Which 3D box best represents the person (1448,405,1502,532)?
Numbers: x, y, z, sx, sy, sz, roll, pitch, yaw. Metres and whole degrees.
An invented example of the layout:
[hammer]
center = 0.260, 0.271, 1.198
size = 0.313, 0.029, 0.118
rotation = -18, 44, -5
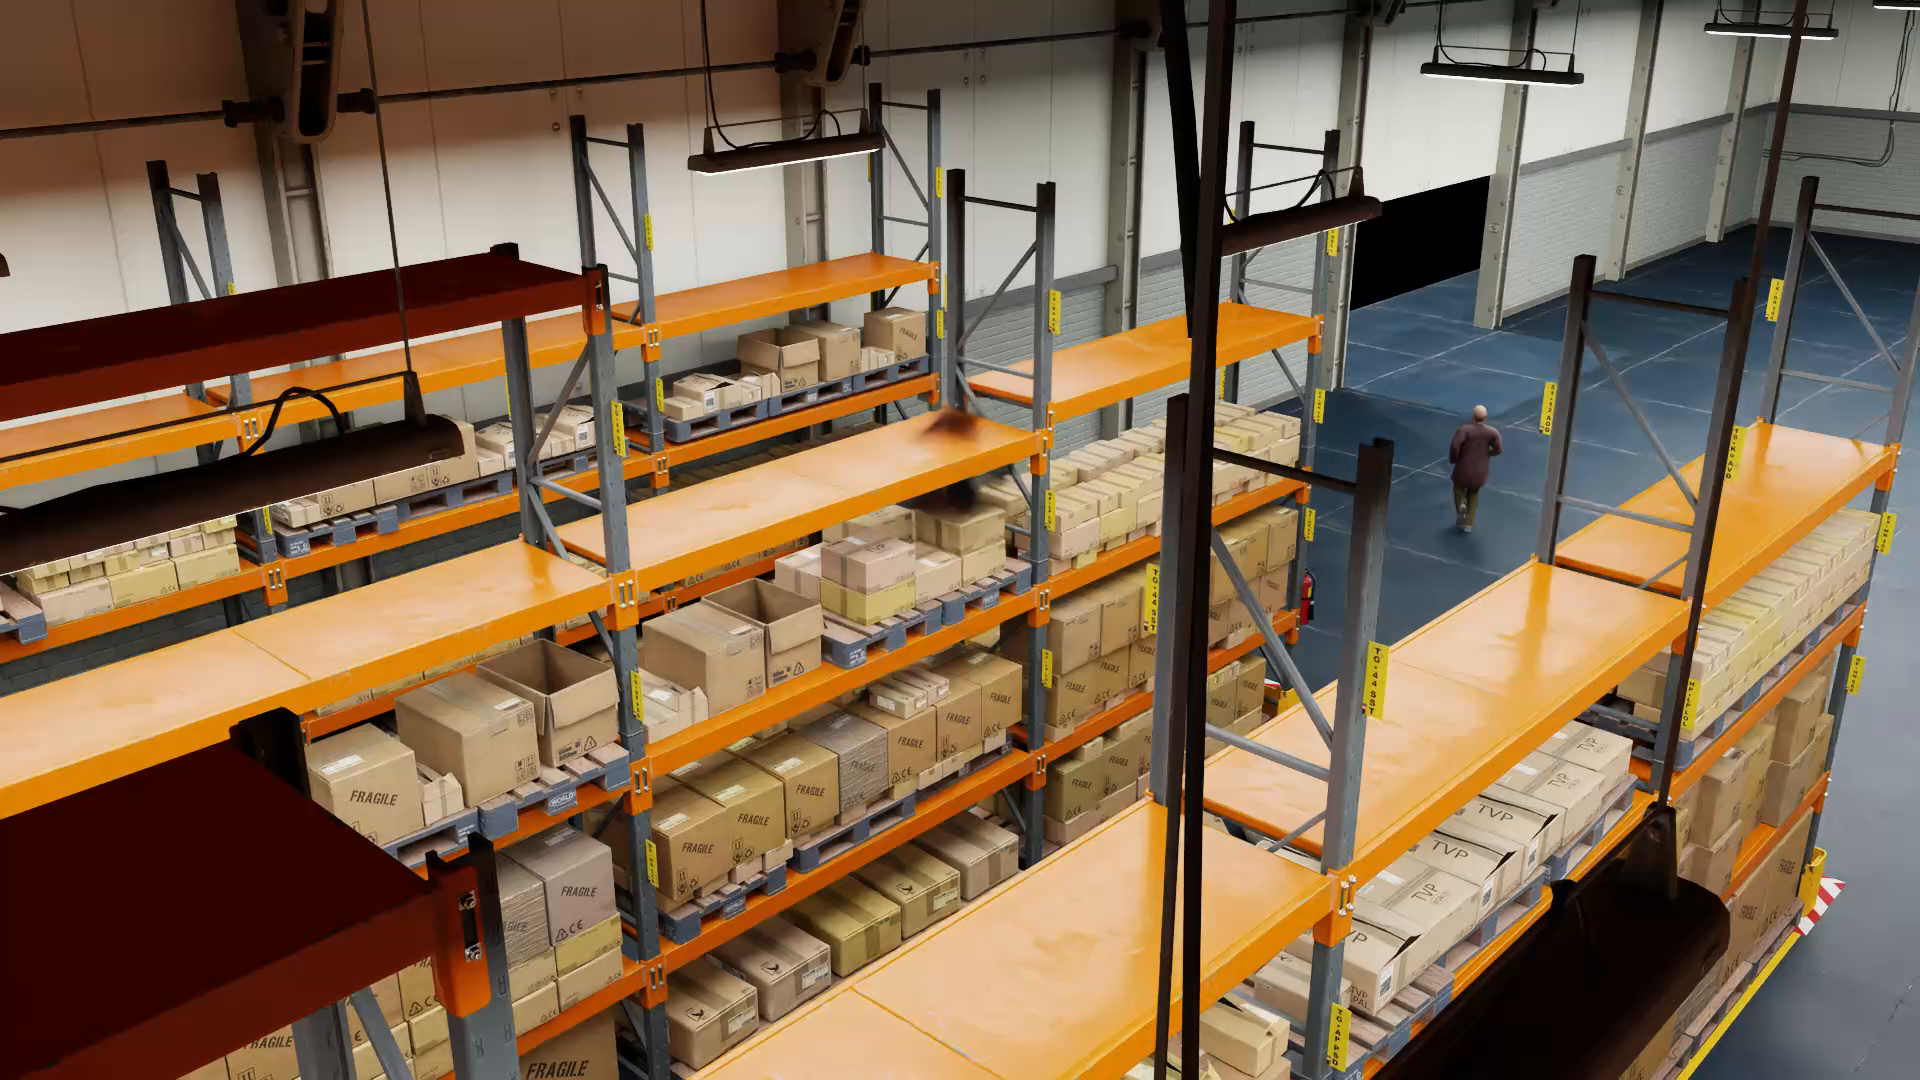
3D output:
[person]
center = 6.809, -0.967, 22.134
size = 0.707, 1.735, 0.633
rotation = 2, 21, 5
